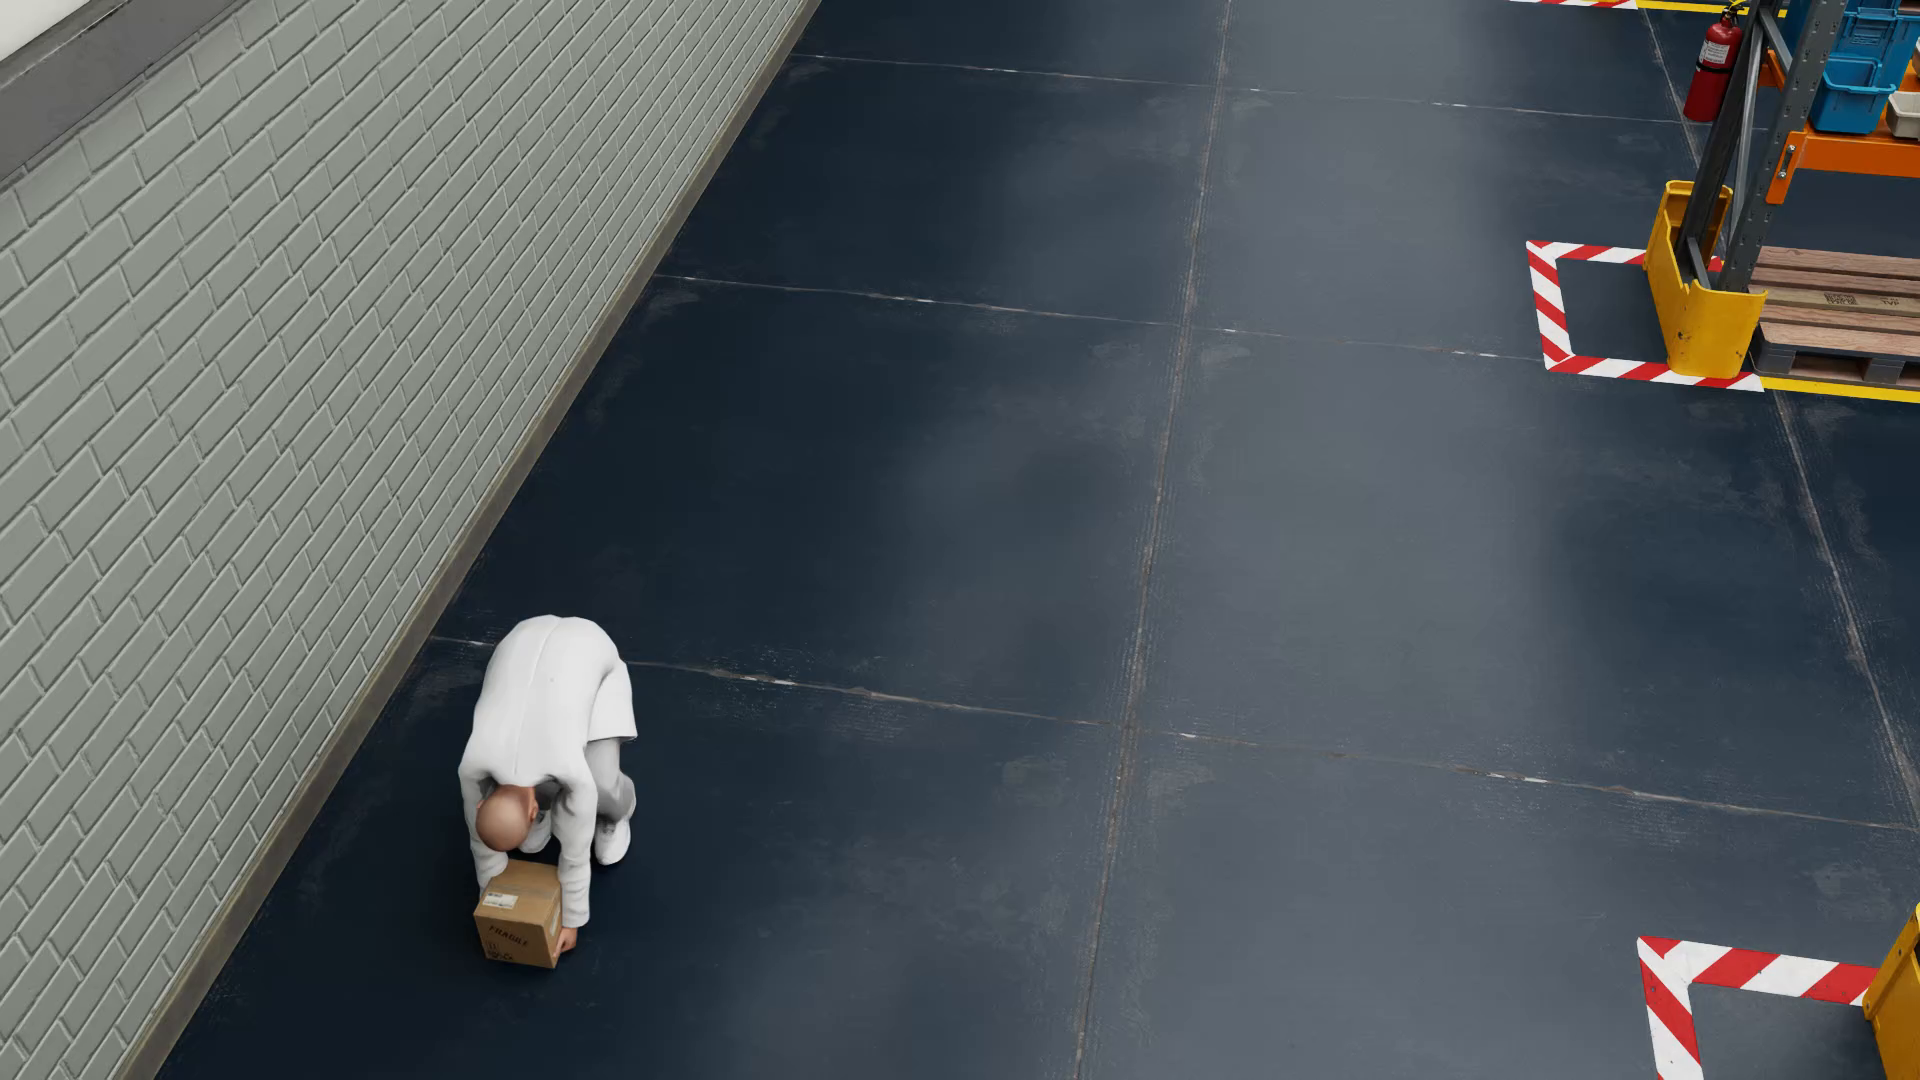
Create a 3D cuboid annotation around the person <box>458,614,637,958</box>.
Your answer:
[{"bbox_3d":[-1.446,0.825,5.840,0.595,0.943,0.947,5,40,6],"label":"person"}]
